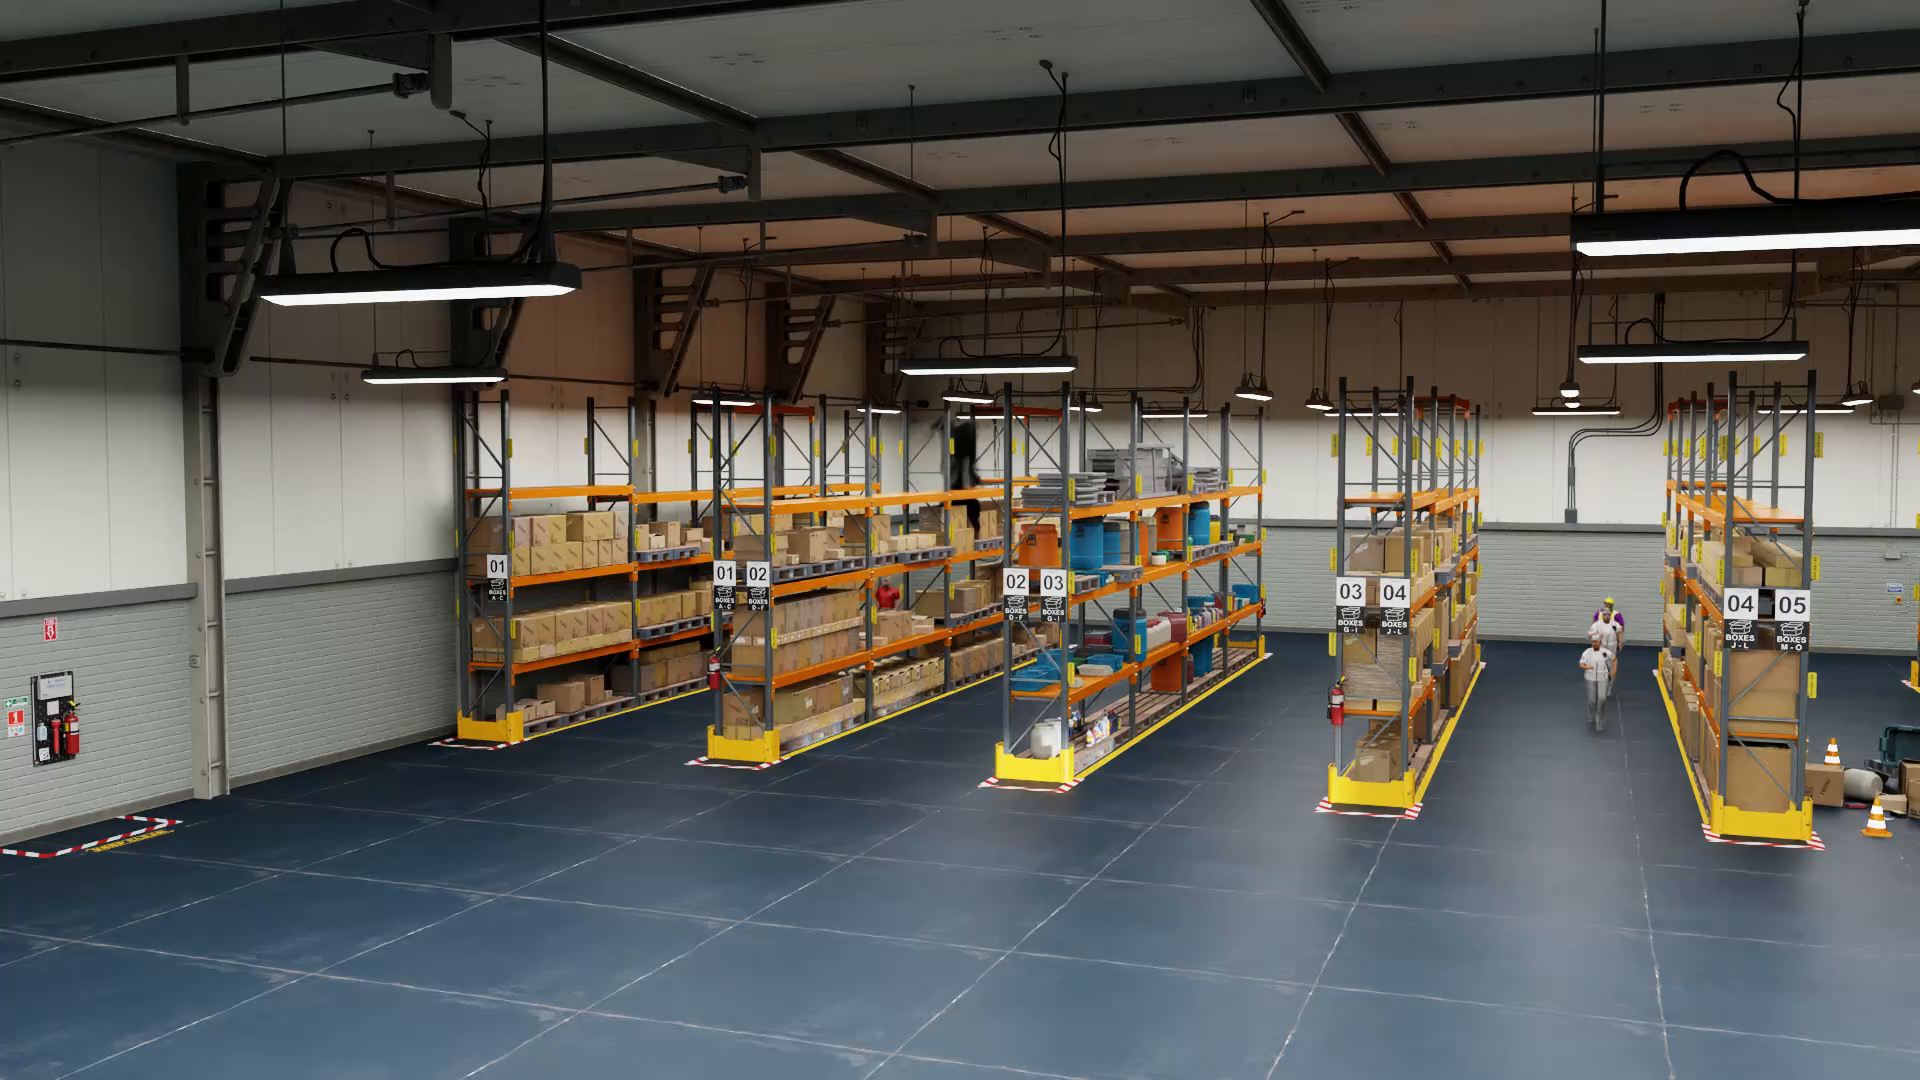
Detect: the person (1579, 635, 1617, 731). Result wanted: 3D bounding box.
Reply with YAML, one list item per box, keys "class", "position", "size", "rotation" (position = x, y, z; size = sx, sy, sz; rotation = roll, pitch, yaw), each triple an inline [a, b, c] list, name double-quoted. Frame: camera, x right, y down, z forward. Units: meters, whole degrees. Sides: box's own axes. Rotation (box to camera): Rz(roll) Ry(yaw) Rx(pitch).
- class: "person"
  position: [11.422, 2.553, 29.796]
  size: [0.608, 1.705, 0.802]
  rotation: [2, 4, 26]

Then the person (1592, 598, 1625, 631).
- class: "person"
  position: [14.340, 2.132, 36.784]
  size: [0.722, 1.718, 0.607]
  rotation: [3, 4, 40]

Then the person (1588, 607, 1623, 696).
- class: "person"
  position: [13.116, 2.239, 33.785]
  size: [0.681, 1.767, 0.926]
  rotation: [1, 3, 17]

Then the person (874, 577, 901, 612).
- class: "person"
  position: [-1.733, 1.713, 39.621]
  size: [0.664, 1.672, 0.628]
  rotation: [1, 3, 13]
